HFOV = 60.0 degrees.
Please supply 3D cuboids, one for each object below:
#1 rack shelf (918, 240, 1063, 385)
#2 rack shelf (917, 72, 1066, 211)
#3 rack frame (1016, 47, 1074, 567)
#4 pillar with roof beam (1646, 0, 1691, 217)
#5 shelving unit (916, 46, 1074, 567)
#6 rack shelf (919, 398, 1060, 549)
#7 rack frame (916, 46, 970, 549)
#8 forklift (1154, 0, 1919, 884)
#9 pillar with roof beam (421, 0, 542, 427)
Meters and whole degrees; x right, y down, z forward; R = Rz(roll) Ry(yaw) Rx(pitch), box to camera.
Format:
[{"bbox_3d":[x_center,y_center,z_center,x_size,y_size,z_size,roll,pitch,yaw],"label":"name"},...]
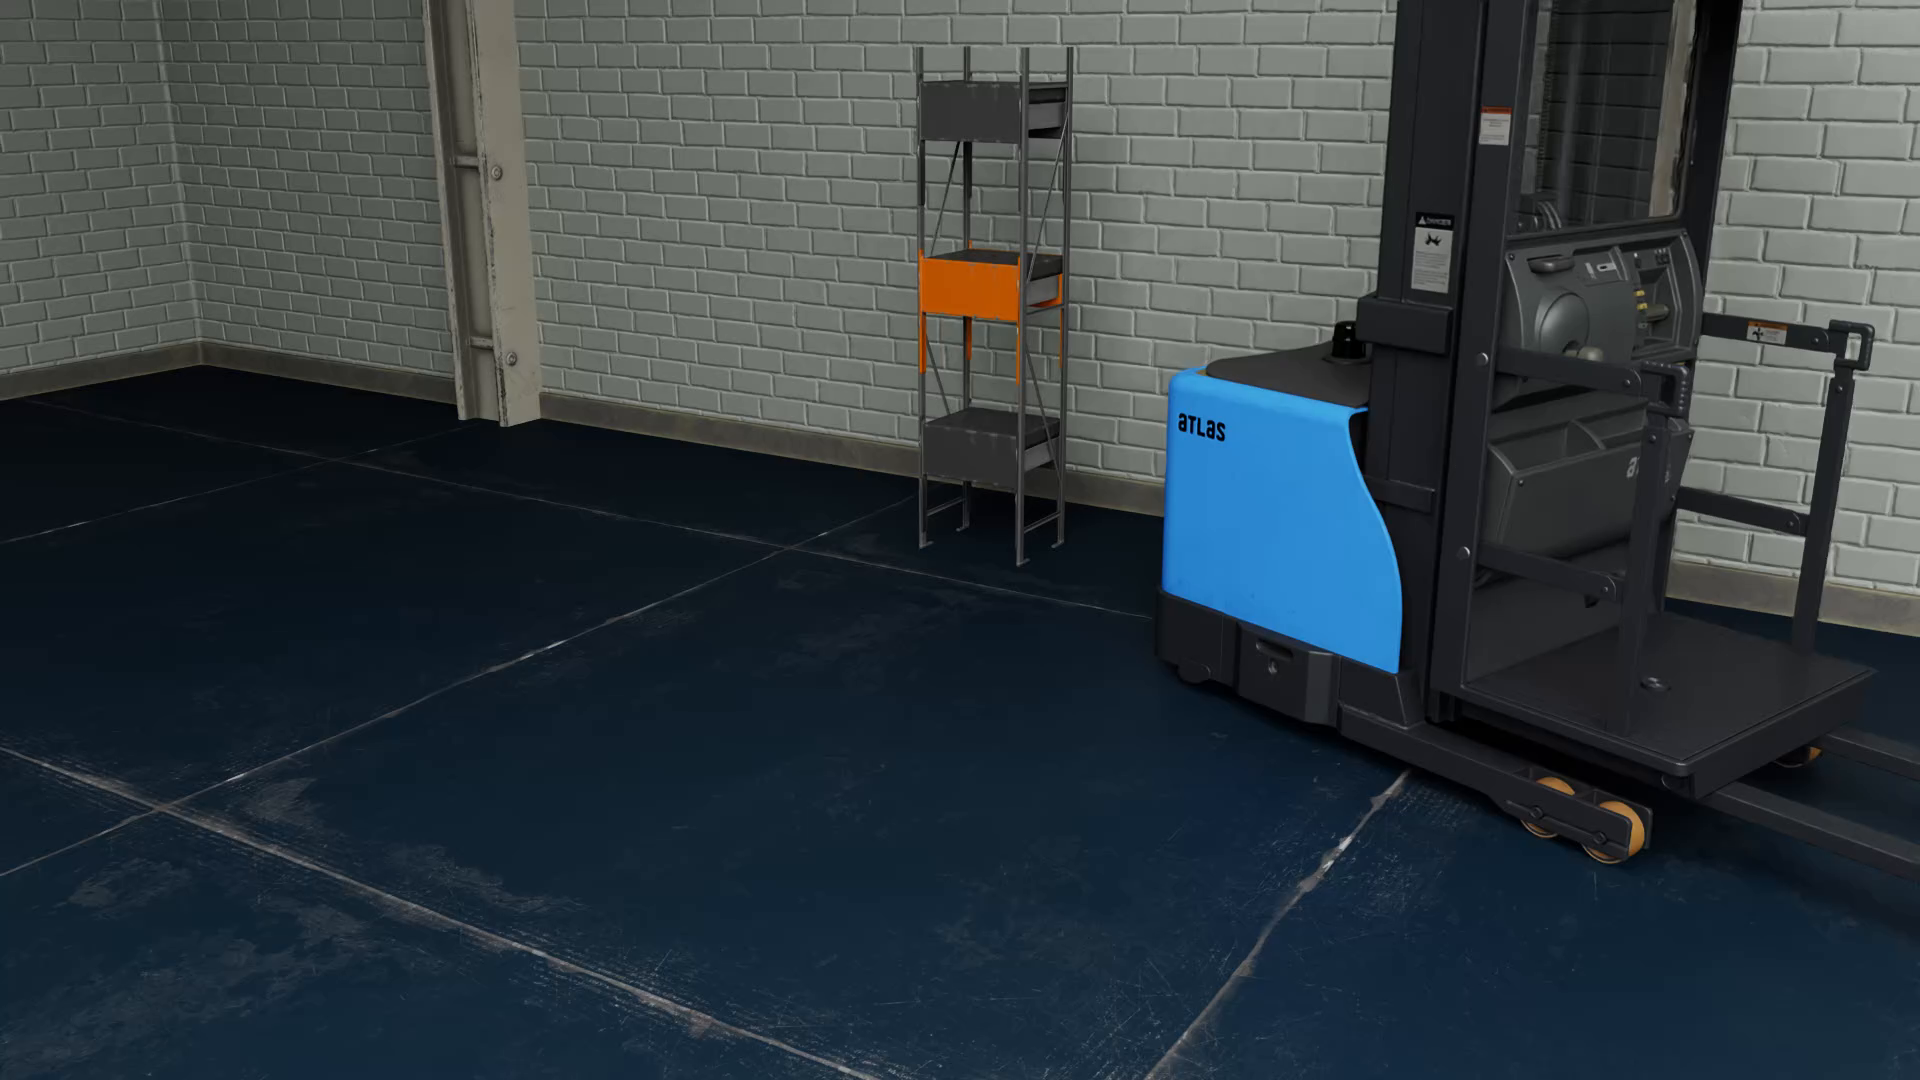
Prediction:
[{"bbox_3d":[0.141,-0.966,6.997,0.480,0.518,0.431,10,20,30],"label":"rack shelf"},{"bbox_3d":[0.141,-1.636,6.794,0.480,0.518,0.431,10,20,30],"label":"rack shelf"},{"bbox_3d":[0.349,-0.942,6.871,0.015,2.100,0.400,10,20,30],"label":"rack frame"},{"bbox_3d":[0.176,-3.041,1.909,0.400,9.000,9.100,10,20,30],"label":"pillar with roof beam"},{"bbox_3d":[0.141,-0.979,6.993,0.503,2.100,0.431,10,20,30],"label":"shelving unit"},{"bbox_3d":[0.141,-0.297,7.201,0.480,0.518,0.431,10,20,30],"label":"rack shelf"},{"bbox_3d":[-0.067,-1.017,7.115,0.015,2.100,0.400,10,20,30],"label":"rack frame"},{"bbox_3d":[1.985,-0.689,4.608,1.130,2.935,3.031,-13,21,-36],"label":"forklift"},{"bbox_3d":[-4.936,-3.953,4.913,0.400,9.000,9.100,10,20,30],"label":"pillar with roof beam"}]
